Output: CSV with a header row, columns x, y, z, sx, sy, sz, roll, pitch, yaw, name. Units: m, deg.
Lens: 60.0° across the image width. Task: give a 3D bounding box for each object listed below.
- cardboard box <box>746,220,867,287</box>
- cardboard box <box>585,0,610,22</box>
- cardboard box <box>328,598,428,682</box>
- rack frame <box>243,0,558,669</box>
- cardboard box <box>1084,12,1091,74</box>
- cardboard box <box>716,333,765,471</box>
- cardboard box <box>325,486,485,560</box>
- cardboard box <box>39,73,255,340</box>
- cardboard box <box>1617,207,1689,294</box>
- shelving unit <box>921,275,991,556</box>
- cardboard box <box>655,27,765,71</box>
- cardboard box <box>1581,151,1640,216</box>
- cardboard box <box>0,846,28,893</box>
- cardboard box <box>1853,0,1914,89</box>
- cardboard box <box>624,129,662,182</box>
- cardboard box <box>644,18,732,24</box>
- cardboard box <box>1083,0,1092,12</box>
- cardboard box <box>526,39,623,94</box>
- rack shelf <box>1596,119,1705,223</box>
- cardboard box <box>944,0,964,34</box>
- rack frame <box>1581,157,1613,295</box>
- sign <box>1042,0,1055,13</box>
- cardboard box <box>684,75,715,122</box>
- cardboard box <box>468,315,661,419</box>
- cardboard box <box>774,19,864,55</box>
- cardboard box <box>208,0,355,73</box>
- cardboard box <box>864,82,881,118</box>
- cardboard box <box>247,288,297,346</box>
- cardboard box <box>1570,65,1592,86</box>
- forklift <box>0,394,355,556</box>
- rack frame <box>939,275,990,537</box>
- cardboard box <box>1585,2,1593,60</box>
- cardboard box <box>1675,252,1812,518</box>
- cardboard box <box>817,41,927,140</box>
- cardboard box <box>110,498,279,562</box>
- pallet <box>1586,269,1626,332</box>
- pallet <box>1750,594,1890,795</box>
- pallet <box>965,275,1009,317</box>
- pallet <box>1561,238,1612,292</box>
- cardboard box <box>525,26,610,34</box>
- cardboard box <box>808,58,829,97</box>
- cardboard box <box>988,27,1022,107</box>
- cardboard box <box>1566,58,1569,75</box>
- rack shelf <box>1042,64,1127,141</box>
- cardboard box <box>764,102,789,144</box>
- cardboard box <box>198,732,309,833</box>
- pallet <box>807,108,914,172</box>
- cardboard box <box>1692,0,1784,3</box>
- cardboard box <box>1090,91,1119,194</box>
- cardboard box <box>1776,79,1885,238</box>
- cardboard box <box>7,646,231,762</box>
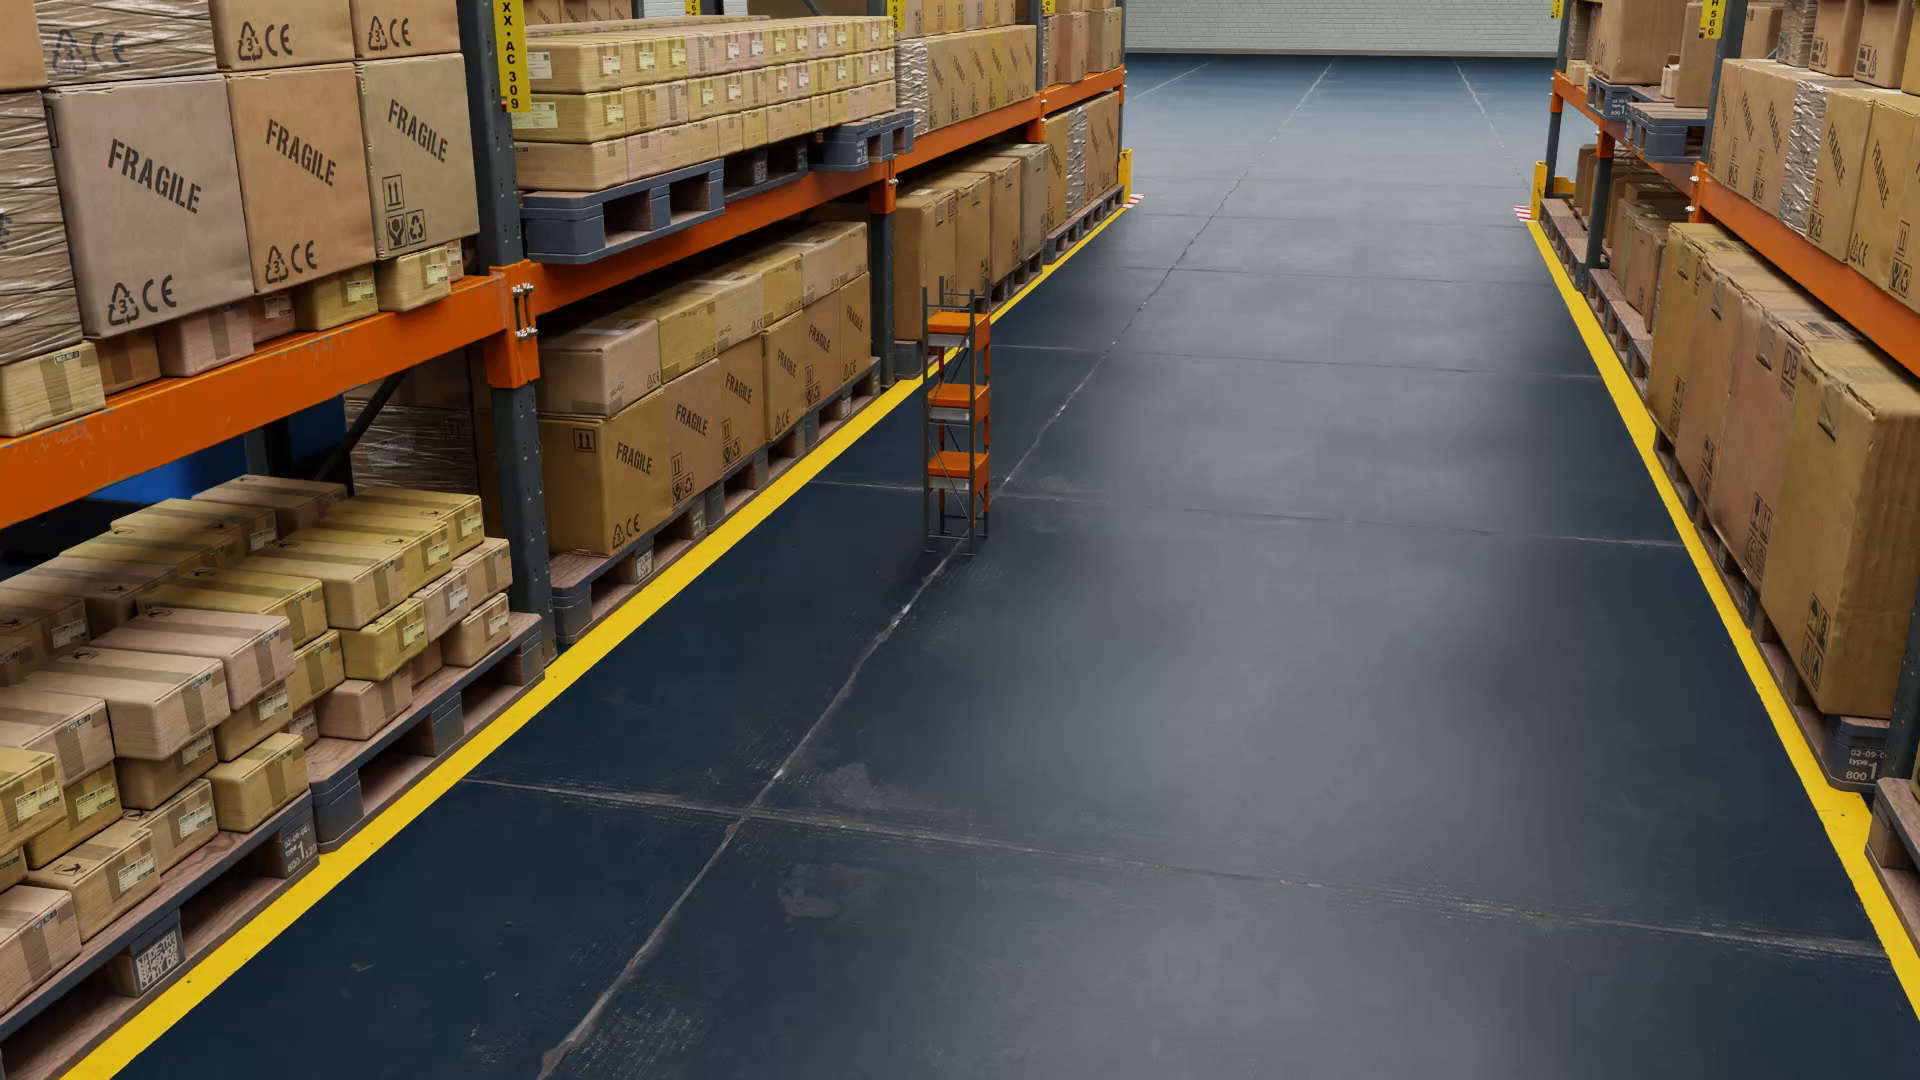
x,y,z,sx,sy,sz,roll,pitch,yaw,name
-0.772,-1.434,8.302,0.500,0.250,0.500,4,19,12,cardboard box
-3.721,-5.004,16.084,0.500,0.500,0.500,5,19,14,cardboard box
-1.707,0.260,4.586,0.380,0.149,0.250,4,19,11,cardboard box
-1.836,-1.044,5.105,1.000,3.000,0.127,5,19,13,rack frame
0.677,-4.417,14.746,0.875,0.550,0.550,5,19,13,cardboard box
-1.156,-0.602,7.027,0.500,0.500,0.500,5,19,14,cardboard box
-1.671,-0.043,5.015,0.380,0.149,0.250,5,20,15,cardboard box
-1.931,-0.740,3.599,0.500,0.500,0.500,5,19,13,cardboard box
4.598,-1.815,10.547,0.700,0.500,0.500,5,19,13,cardboard box
-0.013,-0.480,6.469,0.215,1.050,0.252,5,19,13,shelving unit
-0.979,-1.898,6.423,0.380,0.149,0.250,5,20,15,cardboard box
5.599,-3.014,14.087,0.500,0.500,0.500,10,21,28,cardboard box
-2.174,0.659,3.418,0.380,0.149,0.250,6,20,16,cardboard box
3.412,-1.754,5.476,0.797,0.503,0.637,5,20,15,cardboard box
-1.232,-1.299,5.588,0.380,0.149,0.250,5,19,14,cardboard box
-1.287,-2.369,7.801,0.380,0.149,0.250,5,19,13,cardboard box
0.651,-4.753,14.061,0.875,0.550,0.500,5,19,13,cardboard box
-1.294,-1.493,5.236,0.380,0.149,0.250,6,20,16,cardboard box
4.415,-2.161,9.487,1.077,0.370,4.000,5,19,13,rack shelf
-0.370,-3.438,10.412,0.700,0.500,0.500,4,19,13,cardboard box
4.903,-3.128,11.206,1.000,3.000,0.127,5,19,13,rack frame
0.647,-4.022,12.155,0.100,0.325,0.005,5,19,13,sign
-1.107,-1.596,5.998,0.380,0.149,0.250,4,19,11,cardboard box
-1.400,-0.626,5.937,0.500,0.250,0.500,4,19,11,cardboard box
-0.662,-2.309,7.626,0.380,0.149,0.250,5,20,15,cardboard box
-1.810,-1.374,3.909,0.500,0.500,0.500,4,19,12,cardboard box
-0.596,-2.109,7.961,0.380,0.149,0.250,5,19,13,cardboard box
-1.889,-0.574,4.115,0.380,0.149,0.250,4,19,12,cardboard box
5.119,-3.730,13.357,0.380,0.149,0.250,5,19,13,cardboard box
-2.922,-1.723,7.197,1.130,2.935,3.031,5,19,14,forklift
0.017,-0.518,6.581,0.200,1.050,0.008,5,19,13,rack frame
5.714,-4.234,13.828,0.875,0.500,0.500,5,19,13,cardboard box
3.512,-0.575,6.366,1.225,0.875,0.875,5,19,14,cardboard box
-0.488,-2.465,9.109,0.500,0.500,0.500,5,19,14,cardboard box
-2.246,-0.002,4.894,0.380,0.149,0.250,6,20,16,cardboard box
4.714,-1.565,10.942,1.003,0.211,1.213,5,19,13,pallet
3.064,0.451,5.041,1.003,0.211,1.213,5,19,13,pallet
-0.293,-1.601,11.048,1.003,0.211,1.213,5,19,13,pallet
5.033,-2.022,12.281,1.003,0.211,1.213,5,19,13,pallet
-1.608,-1.955,6.590,0.380,0.149,0.250,4,19,11,cardboard box
-0.788,-2.005,7.196,0.380,0.149,0.250,5,19,13,cardboard box
0.127,-3.256,11.425,0.500,0.500,0.500,4,19,13,cardboard box
5.500,-4.116,14.486,0.380,0.149,0.250,5,19,13,cardboard box
0.607,-3.838,14.397,1.077,0.370,4.000,5,19,13,rack shelf
-0.916,-1.700,6.762,0.380,0.149,0.250,4,19,11,cardboard box
-1.855,0.580,4.109,0.380,0.149,0.250,5,19,13,cardboard box
-0.930,-1.976,8.128,1.213,0.211,1.003,5,19,13,pallet
4.569,-2.825,9.509,0.797,0.503,0.637,7,20,19,cardboard box
0.994,-3.781,15.754,0.875,0.875,0.875,5,19,14,cardboard box
3.174,-1.312,5.733,0.500,0.500,0.500,5,19,14,cardboard box
-1.918,0.371,3.801,0.380,0.149,0.250,4,19,11,cardboard box
